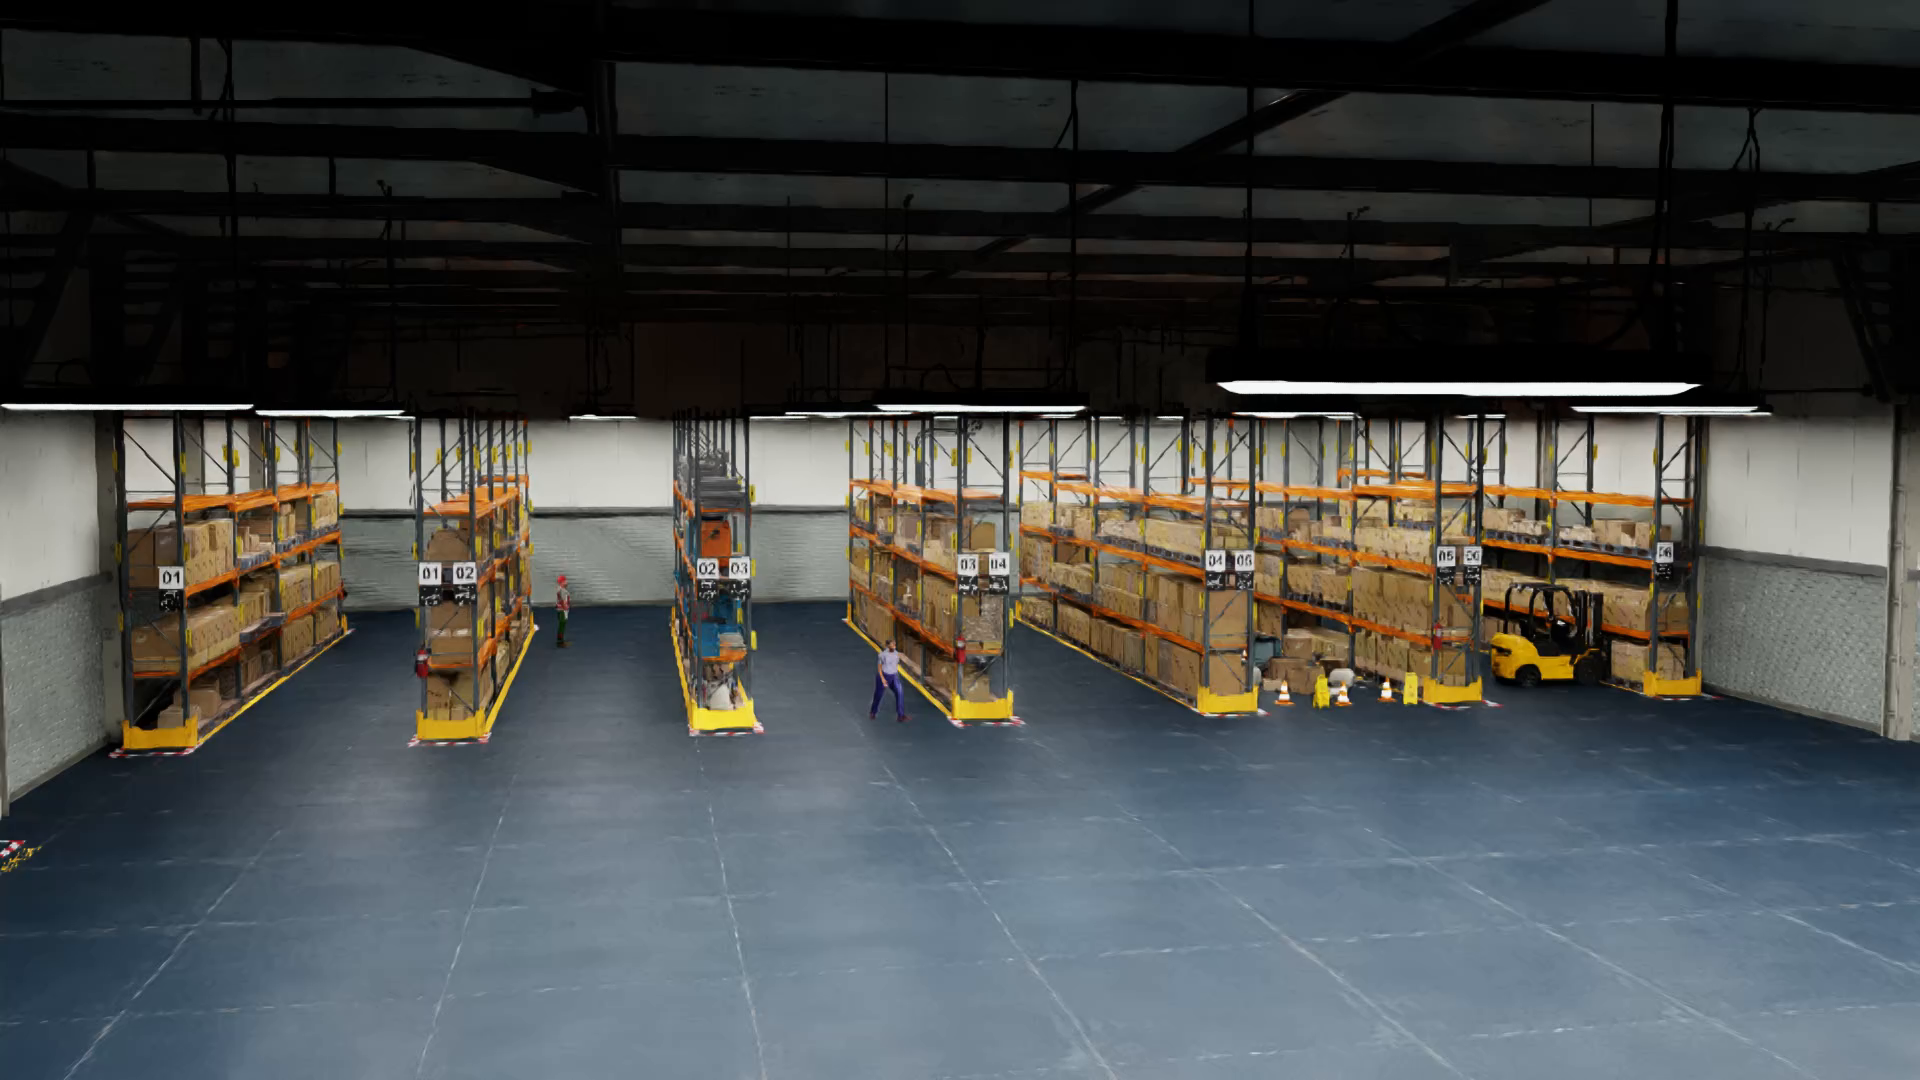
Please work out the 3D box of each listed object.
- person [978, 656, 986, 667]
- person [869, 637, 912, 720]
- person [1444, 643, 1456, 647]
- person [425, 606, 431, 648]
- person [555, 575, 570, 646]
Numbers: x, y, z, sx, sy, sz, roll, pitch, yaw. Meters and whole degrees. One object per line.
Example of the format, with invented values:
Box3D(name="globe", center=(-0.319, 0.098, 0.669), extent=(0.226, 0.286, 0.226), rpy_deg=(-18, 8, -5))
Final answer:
Box3D(name="person", center=(0.551, 2.079, 39.052), extent=(0.567, 1.736, 1.044), rpy_deg=(-1, 4, -12))
Box3D(name="person", center=(-1.373, 2.649, 31.921), extent=(0.574, 1.600, 0.828), rpy_deg=(-3, 5, -35))
Box3D(name="person", center=(11.028, 2.157, 37.569), extent=(0.497, 1.761, 0.625), rpy_deg=(1, 4, 20))
Box3D(name="person", center=(-13.409, 1.849, 42.167), extent=(0.449, 1.737, 0.595), rpy_deg=(-4, 5, -41))
Box3D(name="person", center=(-10.124, 1.789, 42.421), extent=(0.395, 1.785, 0.652), rpy_deg=(-2, 4, -24))
